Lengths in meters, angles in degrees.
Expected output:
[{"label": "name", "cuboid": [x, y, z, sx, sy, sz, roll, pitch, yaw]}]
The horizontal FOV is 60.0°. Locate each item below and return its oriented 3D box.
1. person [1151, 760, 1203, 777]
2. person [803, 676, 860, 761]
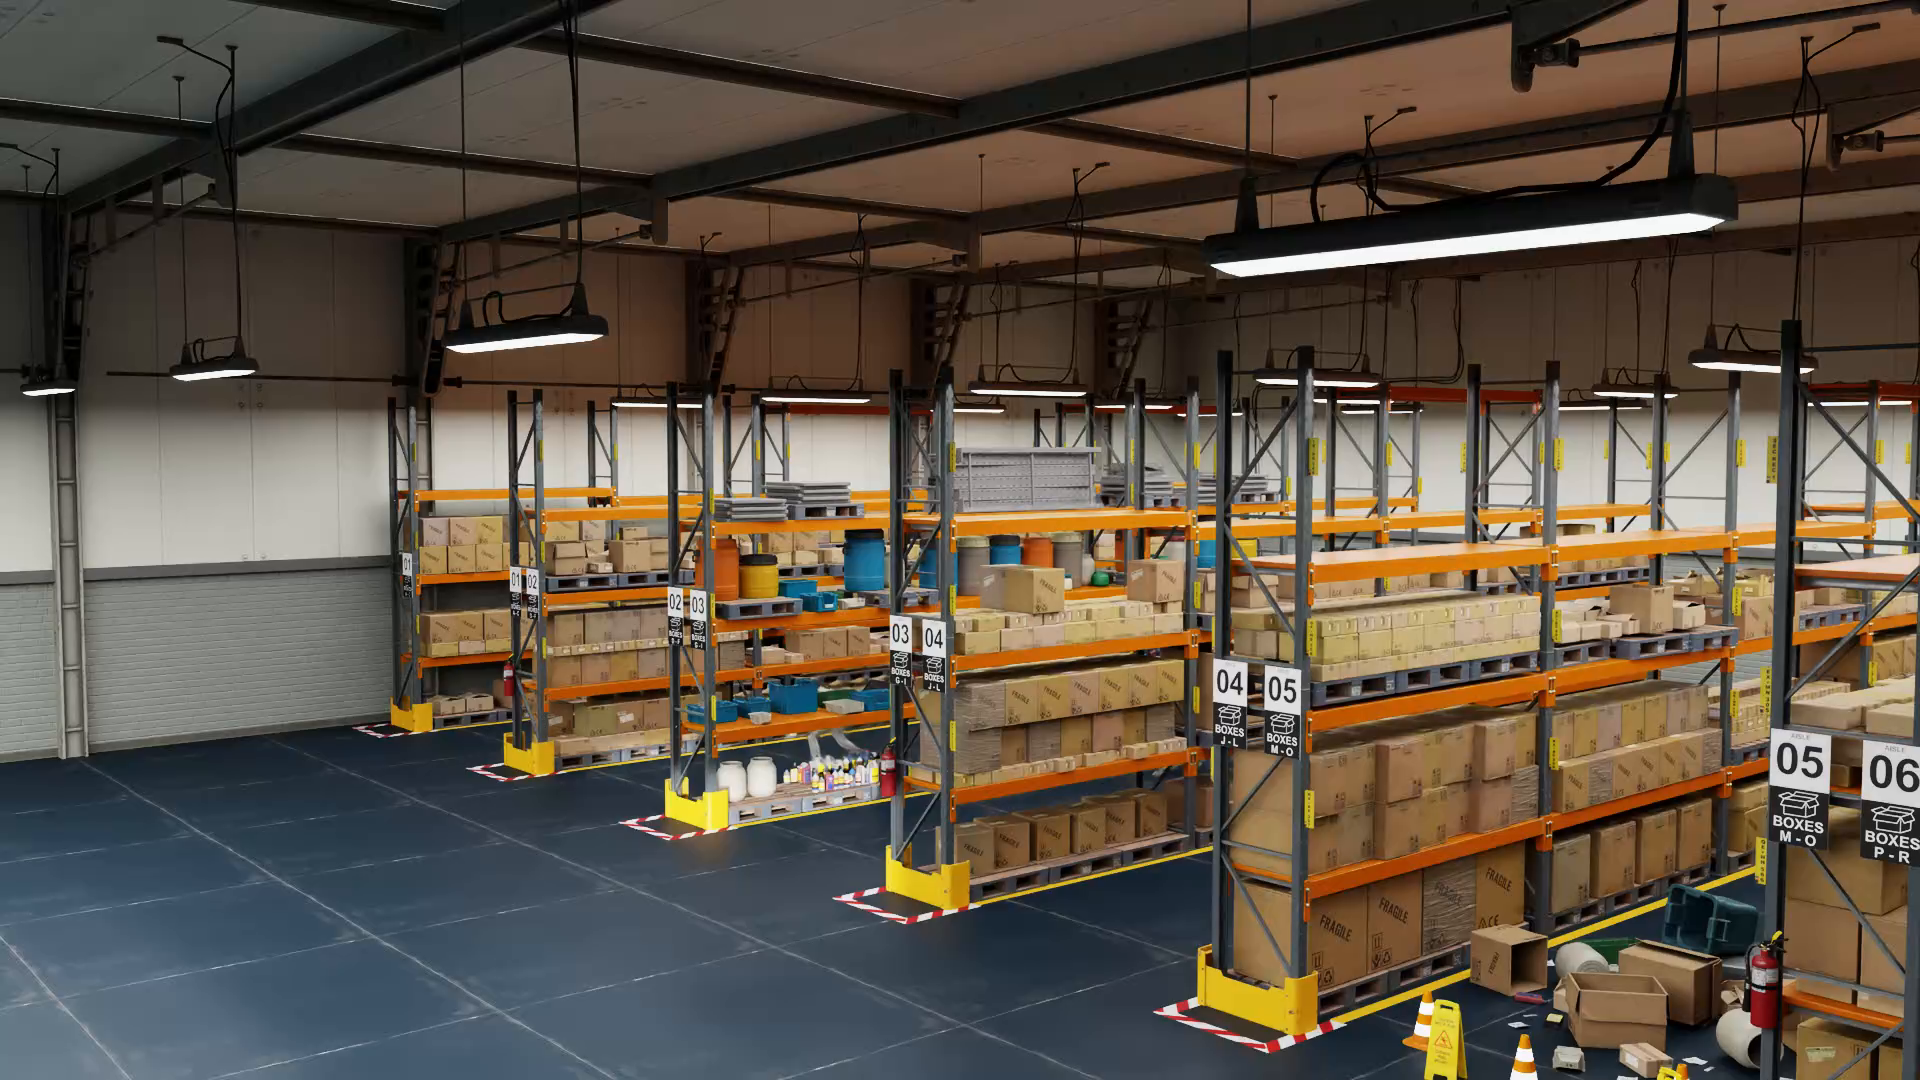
[{"label": "person", "cuboid": [3.319, 2.930, 25.801, 1.228, 1.522, 0.699, -2, 4, -28]}, {"label": "person", "cuboid": [-1.990, 2.863, 26.093, 1.028, 1.478, 0.597, -1, 3, -15]}]
